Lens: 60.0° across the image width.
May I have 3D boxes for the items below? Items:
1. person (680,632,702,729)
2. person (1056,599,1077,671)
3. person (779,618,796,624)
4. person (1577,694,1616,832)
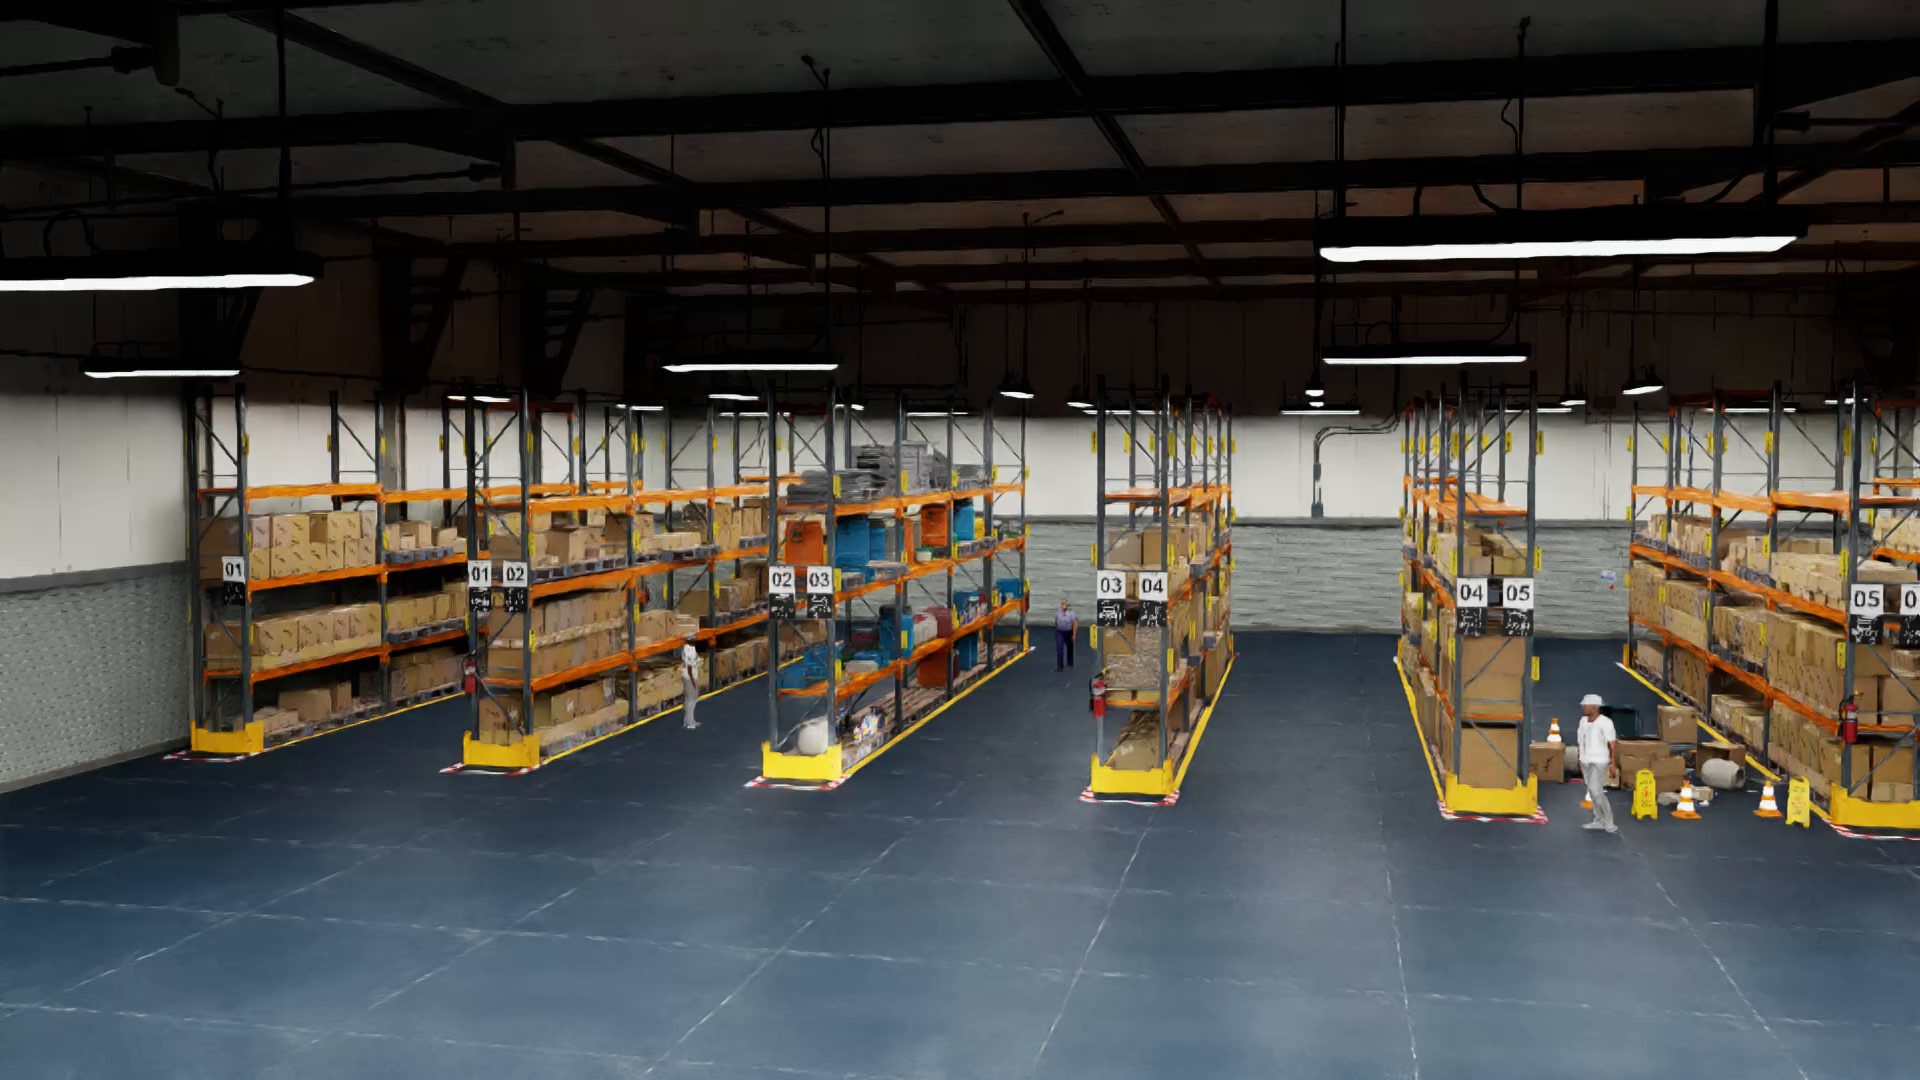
[{"bbox_3d":[-4.776,2.504,29.538,0.372,1.737,0.526,-1,3,-15],"label":"person"},{"bbox_3d":[2.355,2.092,36.921,0.493,1.589,0.982,1,3,11],"label":"person"},{"bbox_3d":[-4.535,1.655,43.763,0.674,1.672,0.554,-3,4,-38],"label":"person"},{"bbox_3d":[8.250,2.876,21.557,0.387,1.759,0.646,-1,3,-20],"label":"person"}]
